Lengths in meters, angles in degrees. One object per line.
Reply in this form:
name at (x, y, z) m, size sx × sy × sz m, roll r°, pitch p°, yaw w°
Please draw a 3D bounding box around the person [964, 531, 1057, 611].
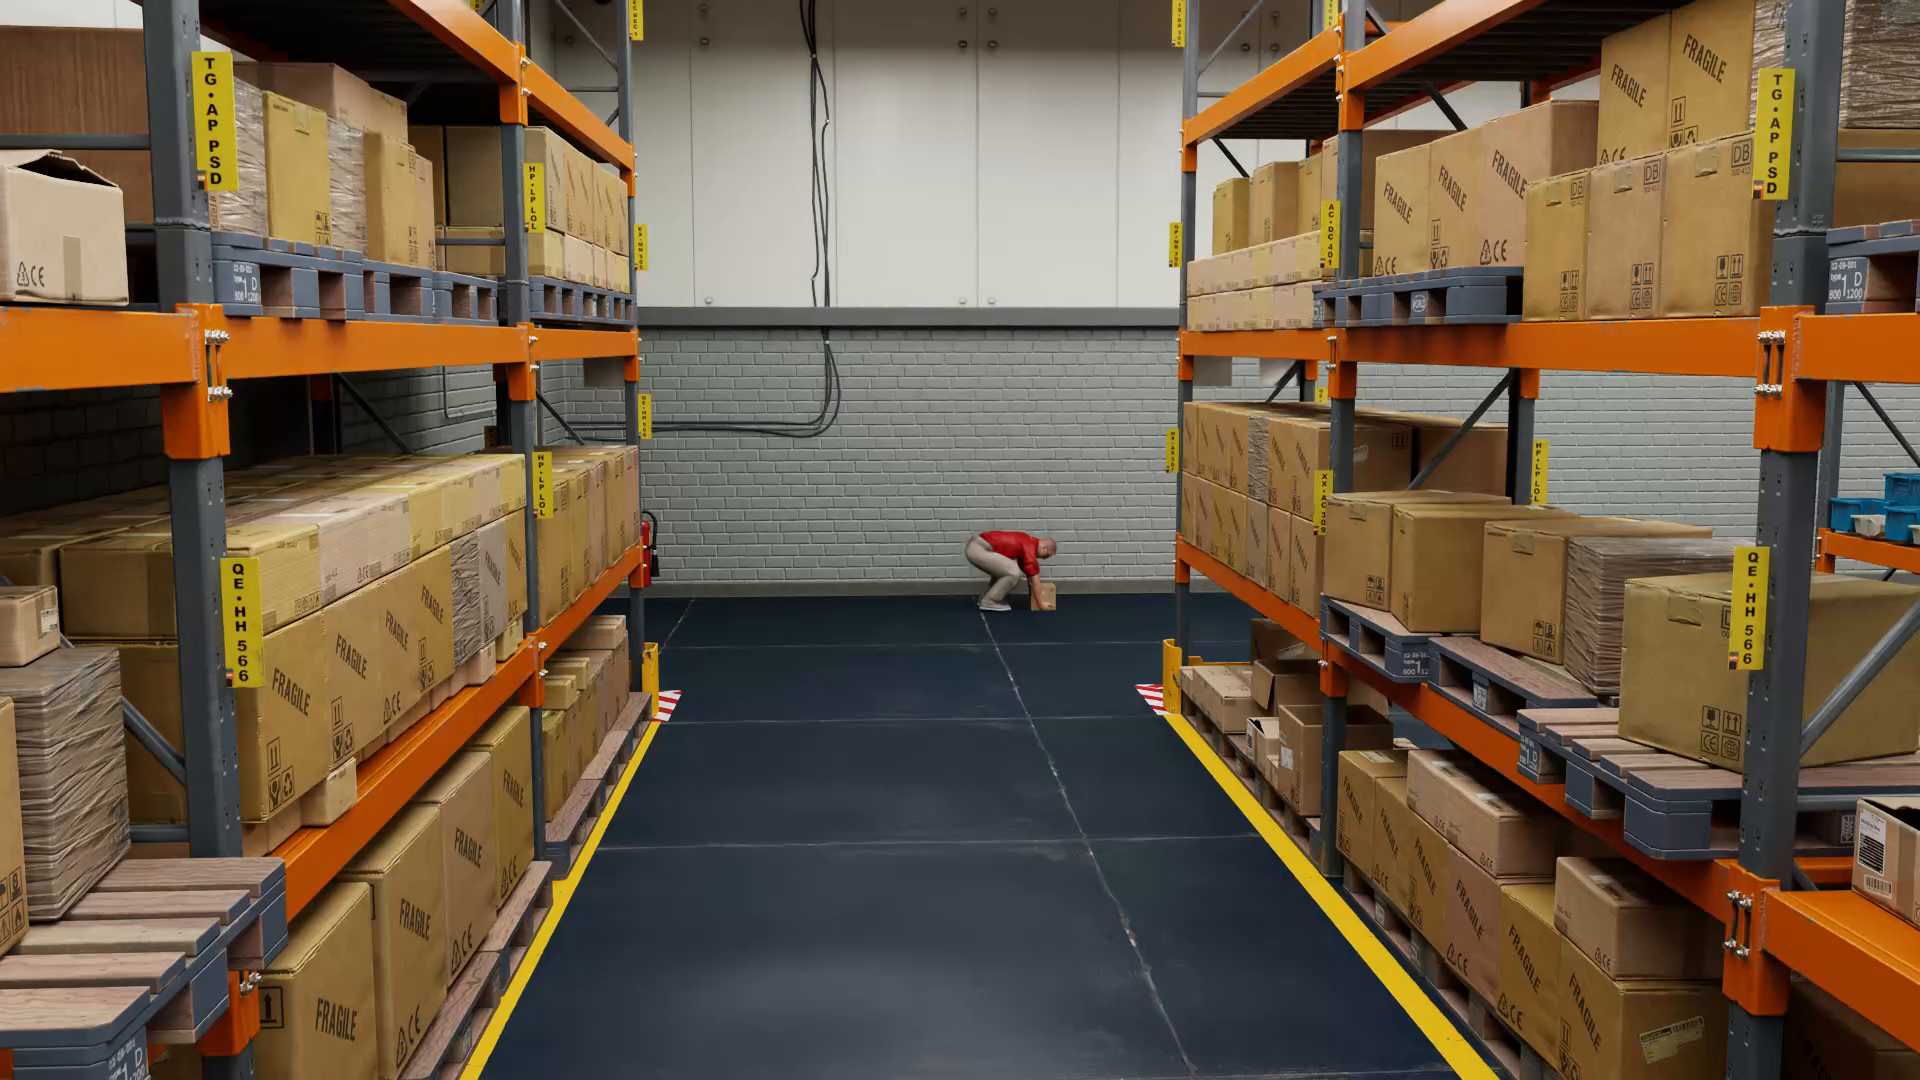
person at (0.523, 0.315, 17.105) m, size 0.957 × 0.836 × 0.540 m, roll -1°, pitch 7°, yaw -6°
